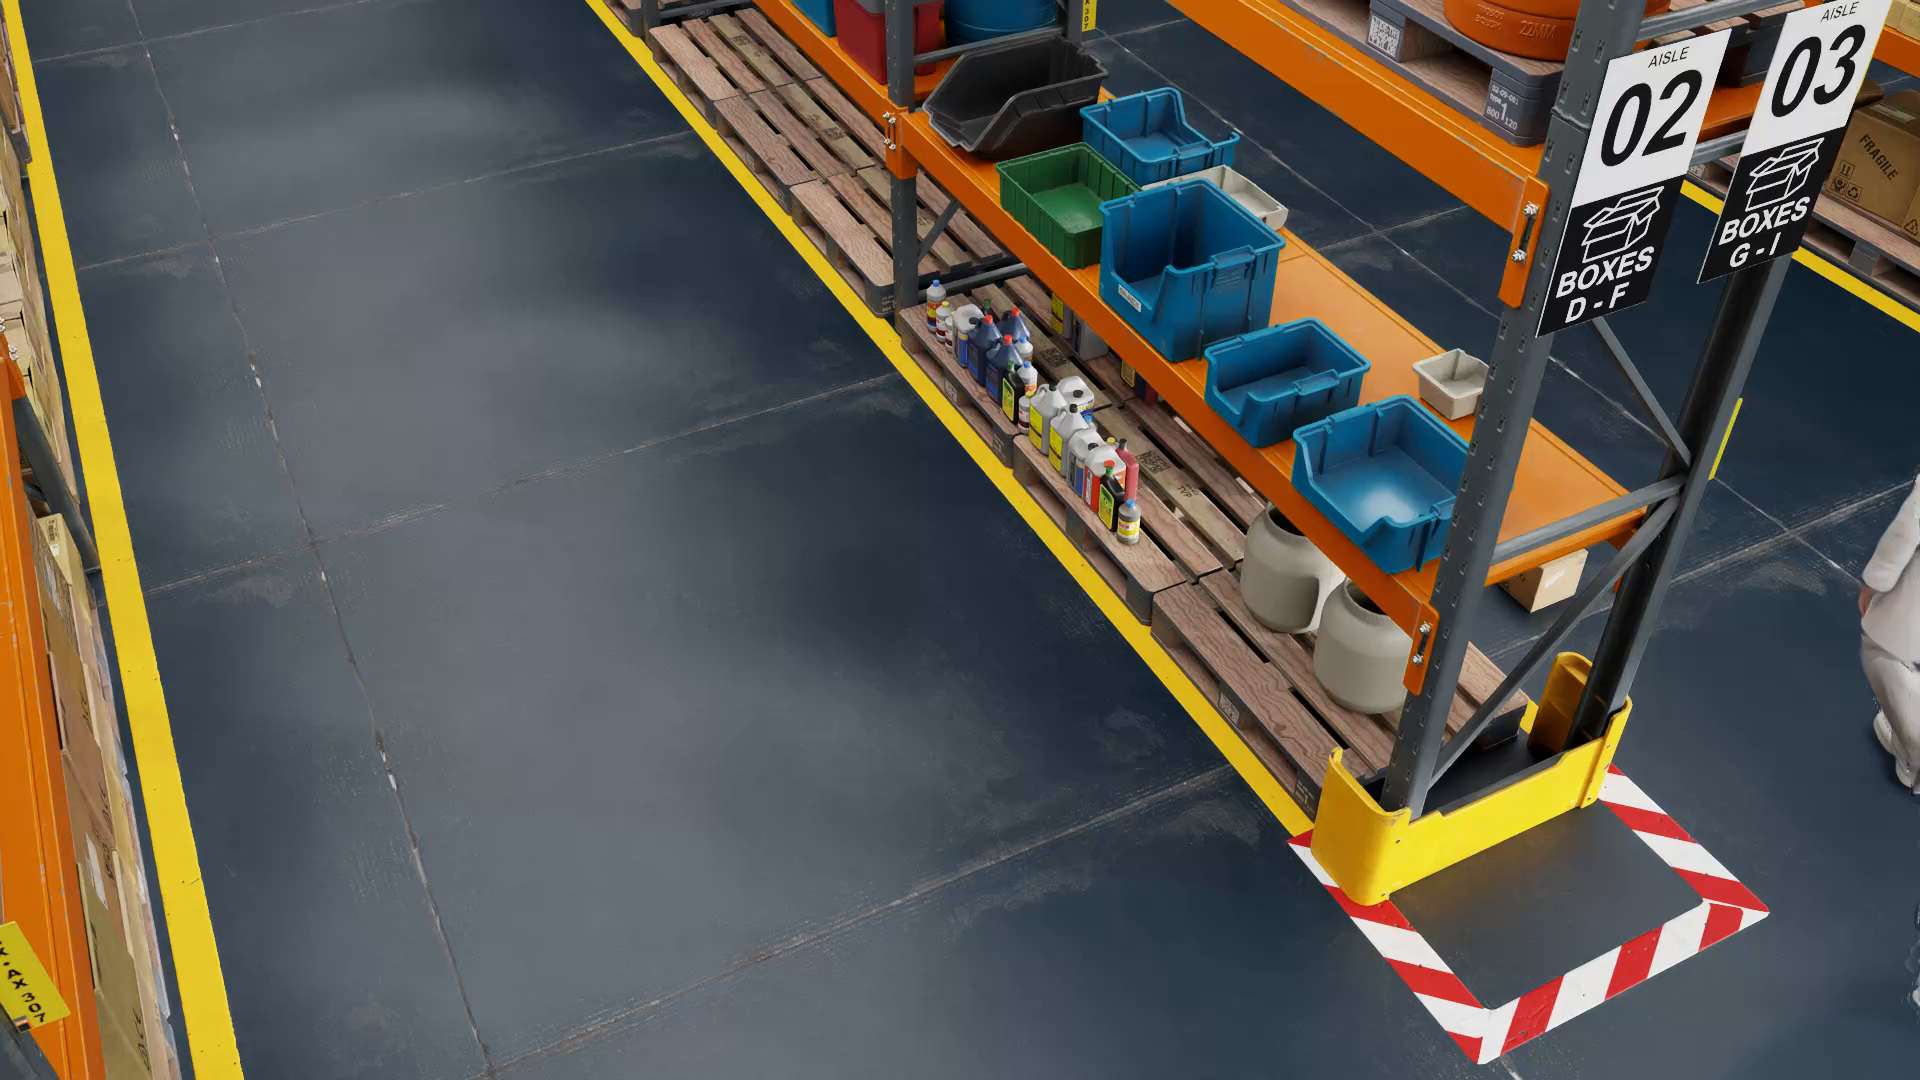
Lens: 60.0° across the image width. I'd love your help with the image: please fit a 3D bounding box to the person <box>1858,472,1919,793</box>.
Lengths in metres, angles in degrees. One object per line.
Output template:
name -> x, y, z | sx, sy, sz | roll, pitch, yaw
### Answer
person -> 3.518, 0.247, 5.862 | 0.610, 1.754, 0.632 | 2, 41, 2
